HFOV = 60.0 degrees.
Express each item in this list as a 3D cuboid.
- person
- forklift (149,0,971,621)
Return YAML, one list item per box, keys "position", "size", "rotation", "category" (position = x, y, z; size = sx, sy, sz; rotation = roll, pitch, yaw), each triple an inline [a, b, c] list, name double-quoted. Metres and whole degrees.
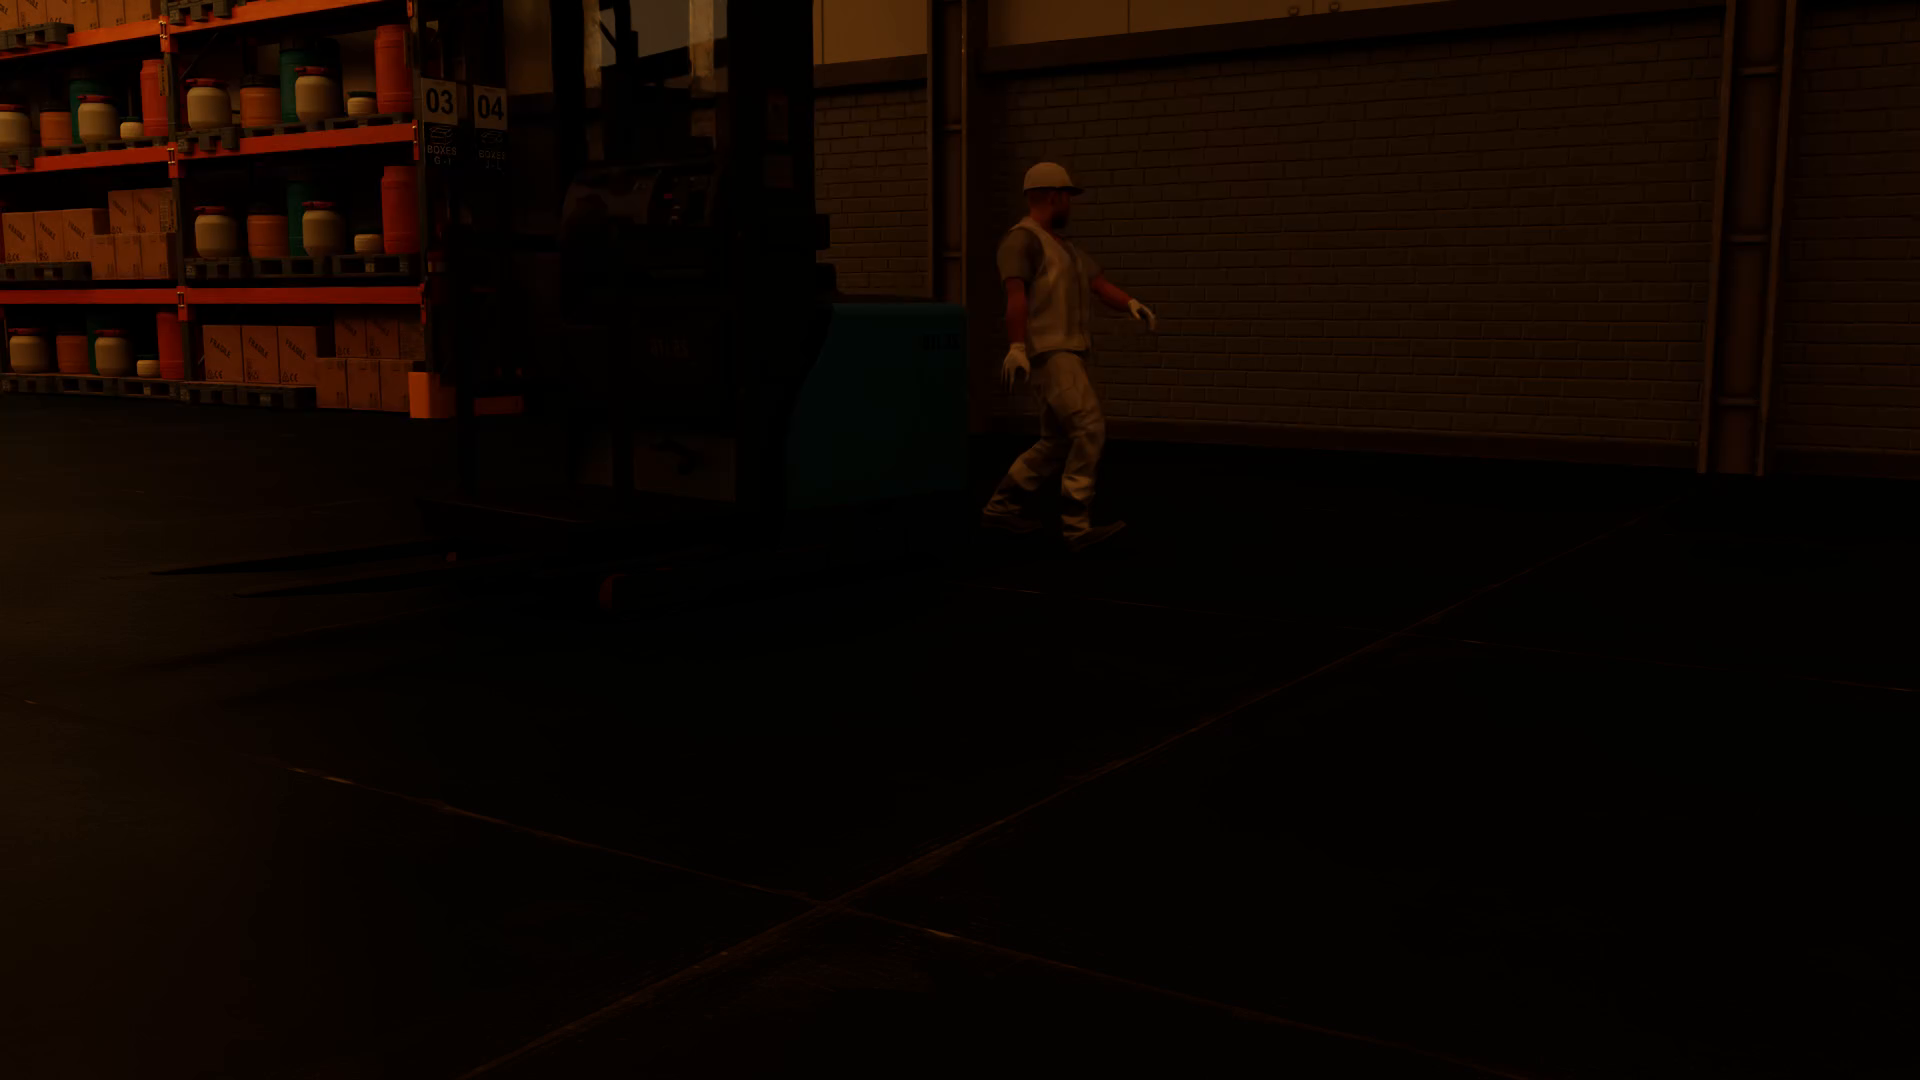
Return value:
- position: [0.424, -0.789, 7.237]
  size: [0.860, 1.702, 0.729]
  rotation: [3, 9, 19]
  category: "person"
- position: [-1.324, -1.256, 6.023]
  size: [1.130, 2.935, 3.031]
  rotation: [7, 11, 42]
  category: "forklift"
